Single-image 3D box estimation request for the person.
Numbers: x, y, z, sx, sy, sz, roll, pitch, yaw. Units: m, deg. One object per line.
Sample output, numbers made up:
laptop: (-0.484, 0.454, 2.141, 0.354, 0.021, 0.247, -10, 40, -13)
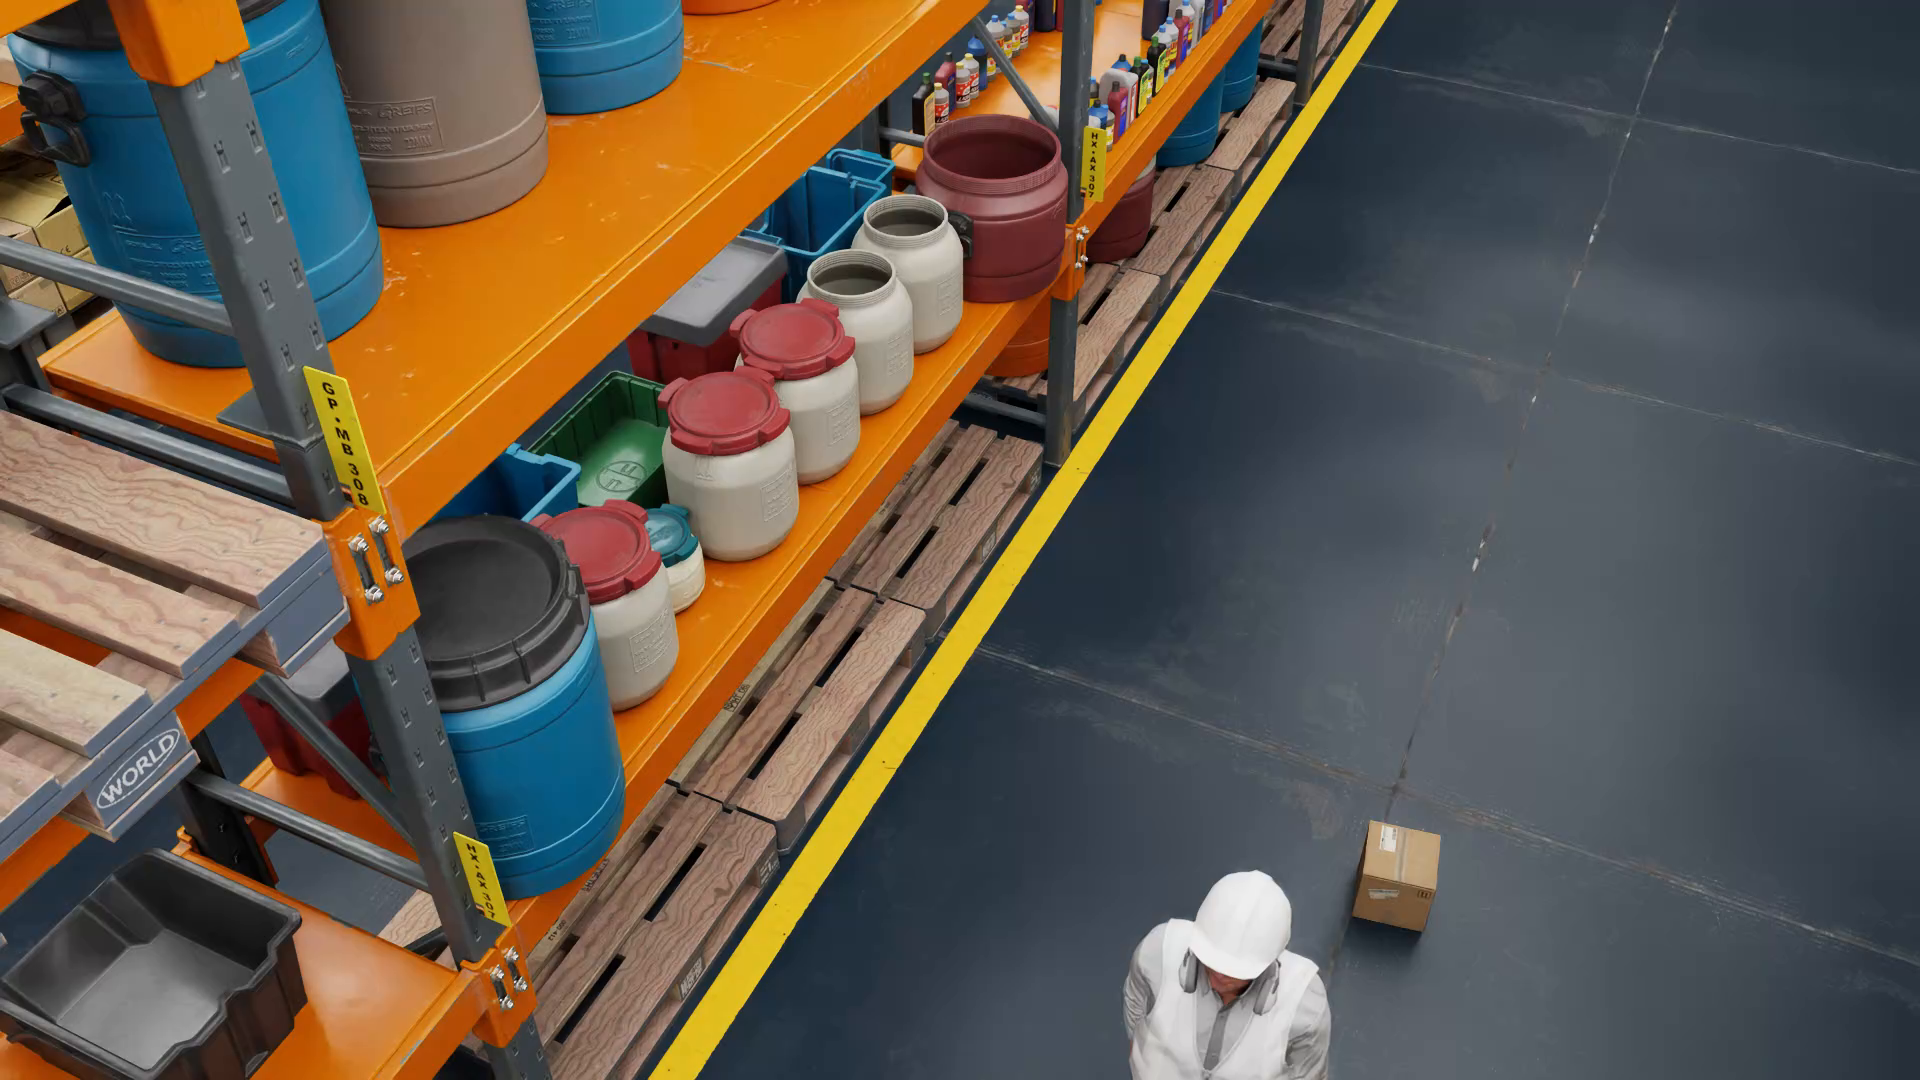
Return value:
person: (0.667, 1.528, 4.453, 0.559, 1.822, 0.778, 11, 43, 12)
